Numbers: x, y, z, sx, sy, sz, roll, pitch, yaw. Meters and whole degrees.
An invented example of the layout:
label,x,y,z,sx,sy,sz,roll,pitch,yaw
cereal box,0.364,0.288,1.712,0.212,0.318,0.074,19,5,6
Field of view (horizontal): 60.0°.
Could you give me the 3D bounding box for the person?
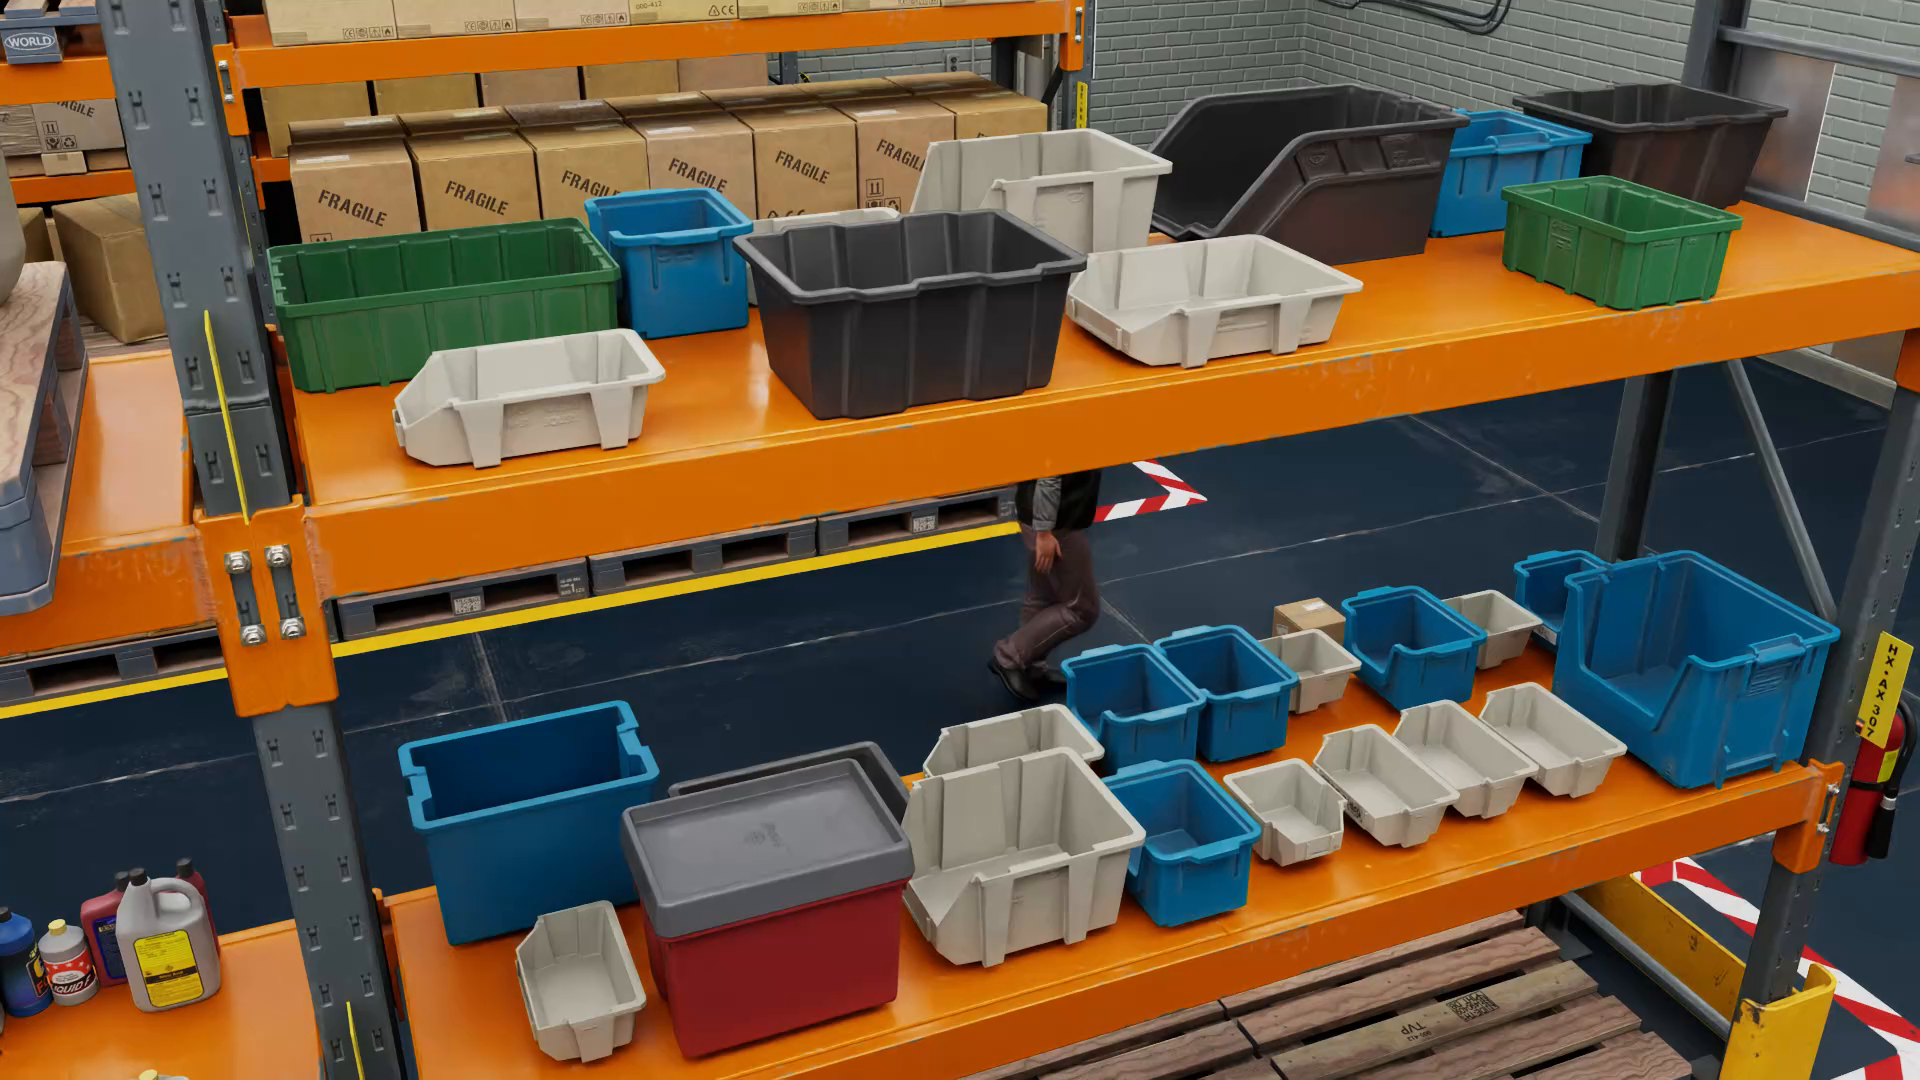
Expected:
label,x,y,z,sx,sy,sz,roll,pitch,yaw
person,0.368,-0.084,7.298,0.492,1.715,0.579,0,26,-1
